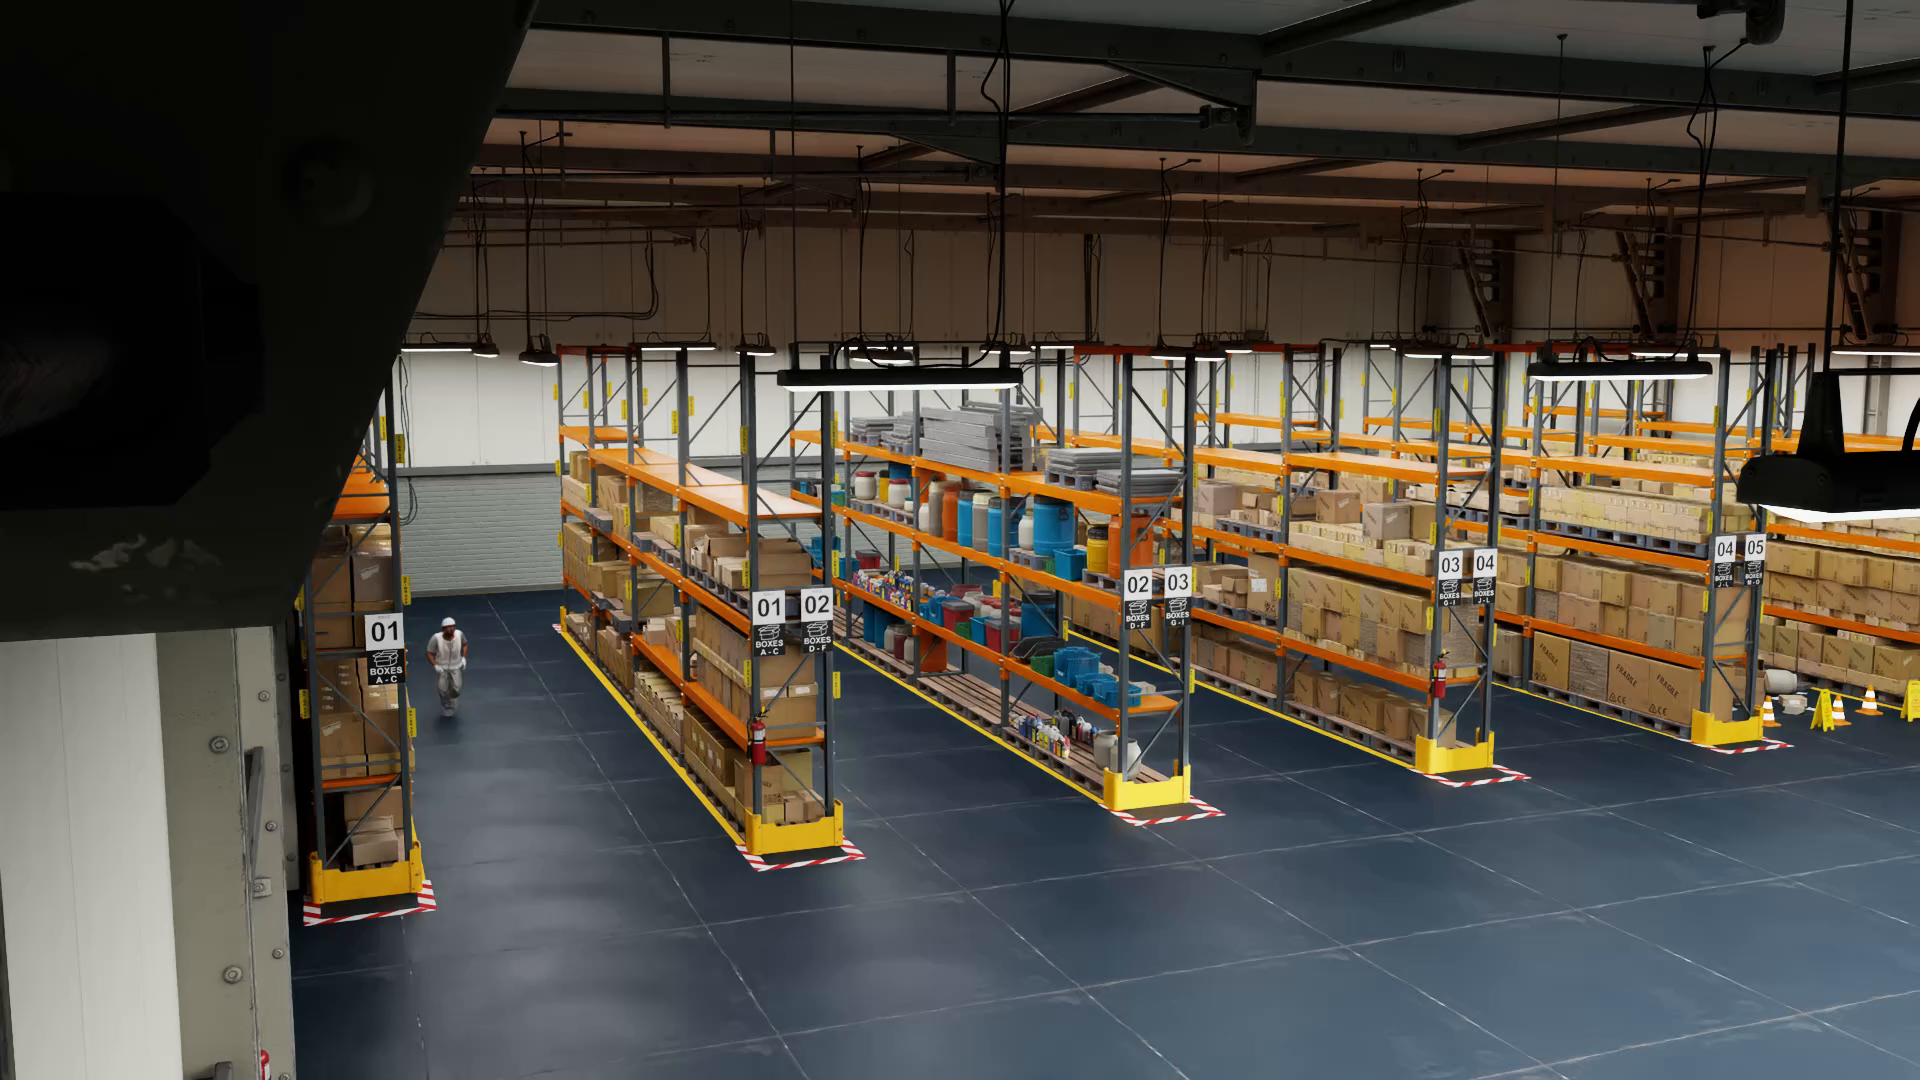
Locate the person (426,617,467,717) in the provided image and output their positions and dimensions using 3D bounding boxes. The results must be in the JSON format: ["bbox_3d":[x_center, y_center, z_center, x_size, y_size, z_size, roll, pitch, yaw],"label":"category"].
[{"bbox_3d":[-8.348,2.066,27.087,0.659,1.684,0.648,-3,8,-21],"label":"person"}]
